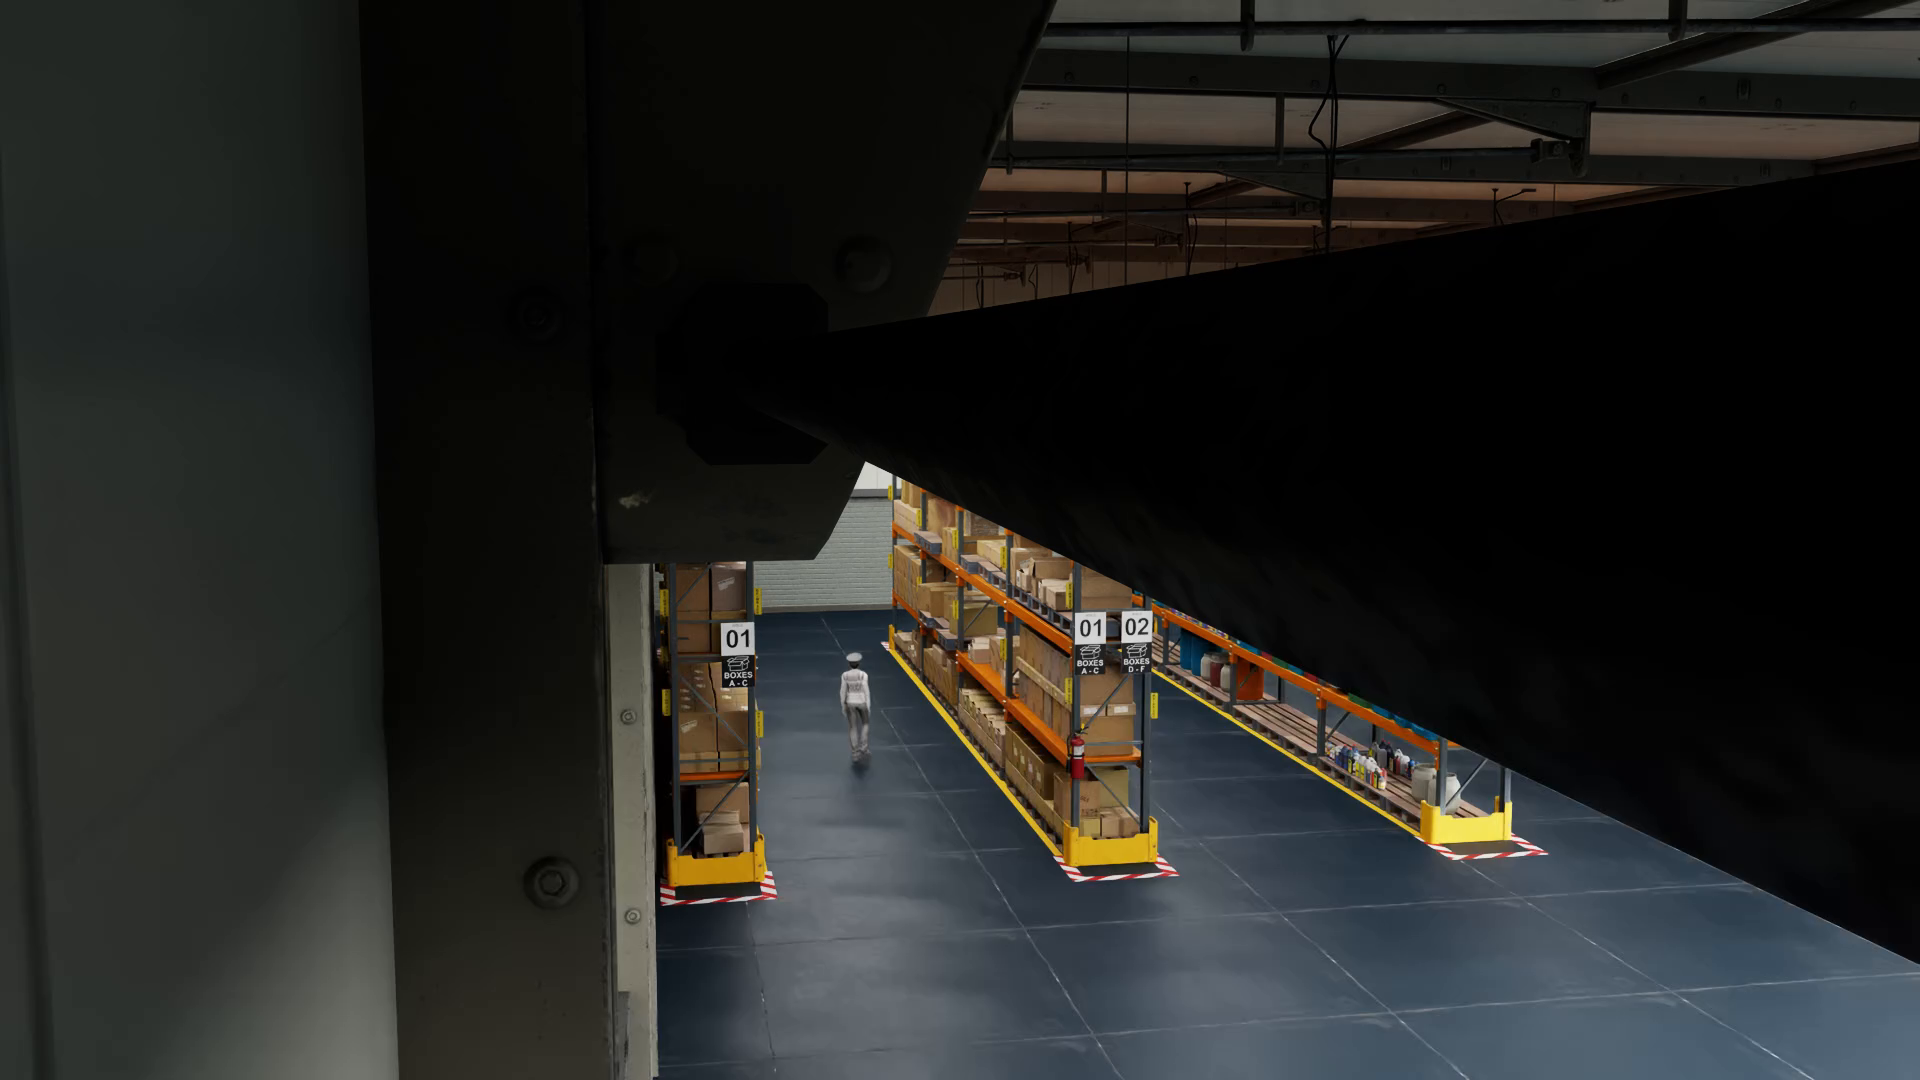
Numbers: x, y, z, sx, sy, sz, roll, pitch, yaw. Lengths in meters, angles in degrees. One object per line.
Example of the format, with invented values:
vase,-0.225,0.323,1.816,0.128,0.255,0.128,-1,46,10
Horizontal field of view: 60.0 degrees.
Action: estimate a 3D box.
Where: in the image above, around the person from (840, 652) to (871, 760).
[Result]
person,-1.664,2.636,26.419,0.498,1.681,0.494,0,6,1
